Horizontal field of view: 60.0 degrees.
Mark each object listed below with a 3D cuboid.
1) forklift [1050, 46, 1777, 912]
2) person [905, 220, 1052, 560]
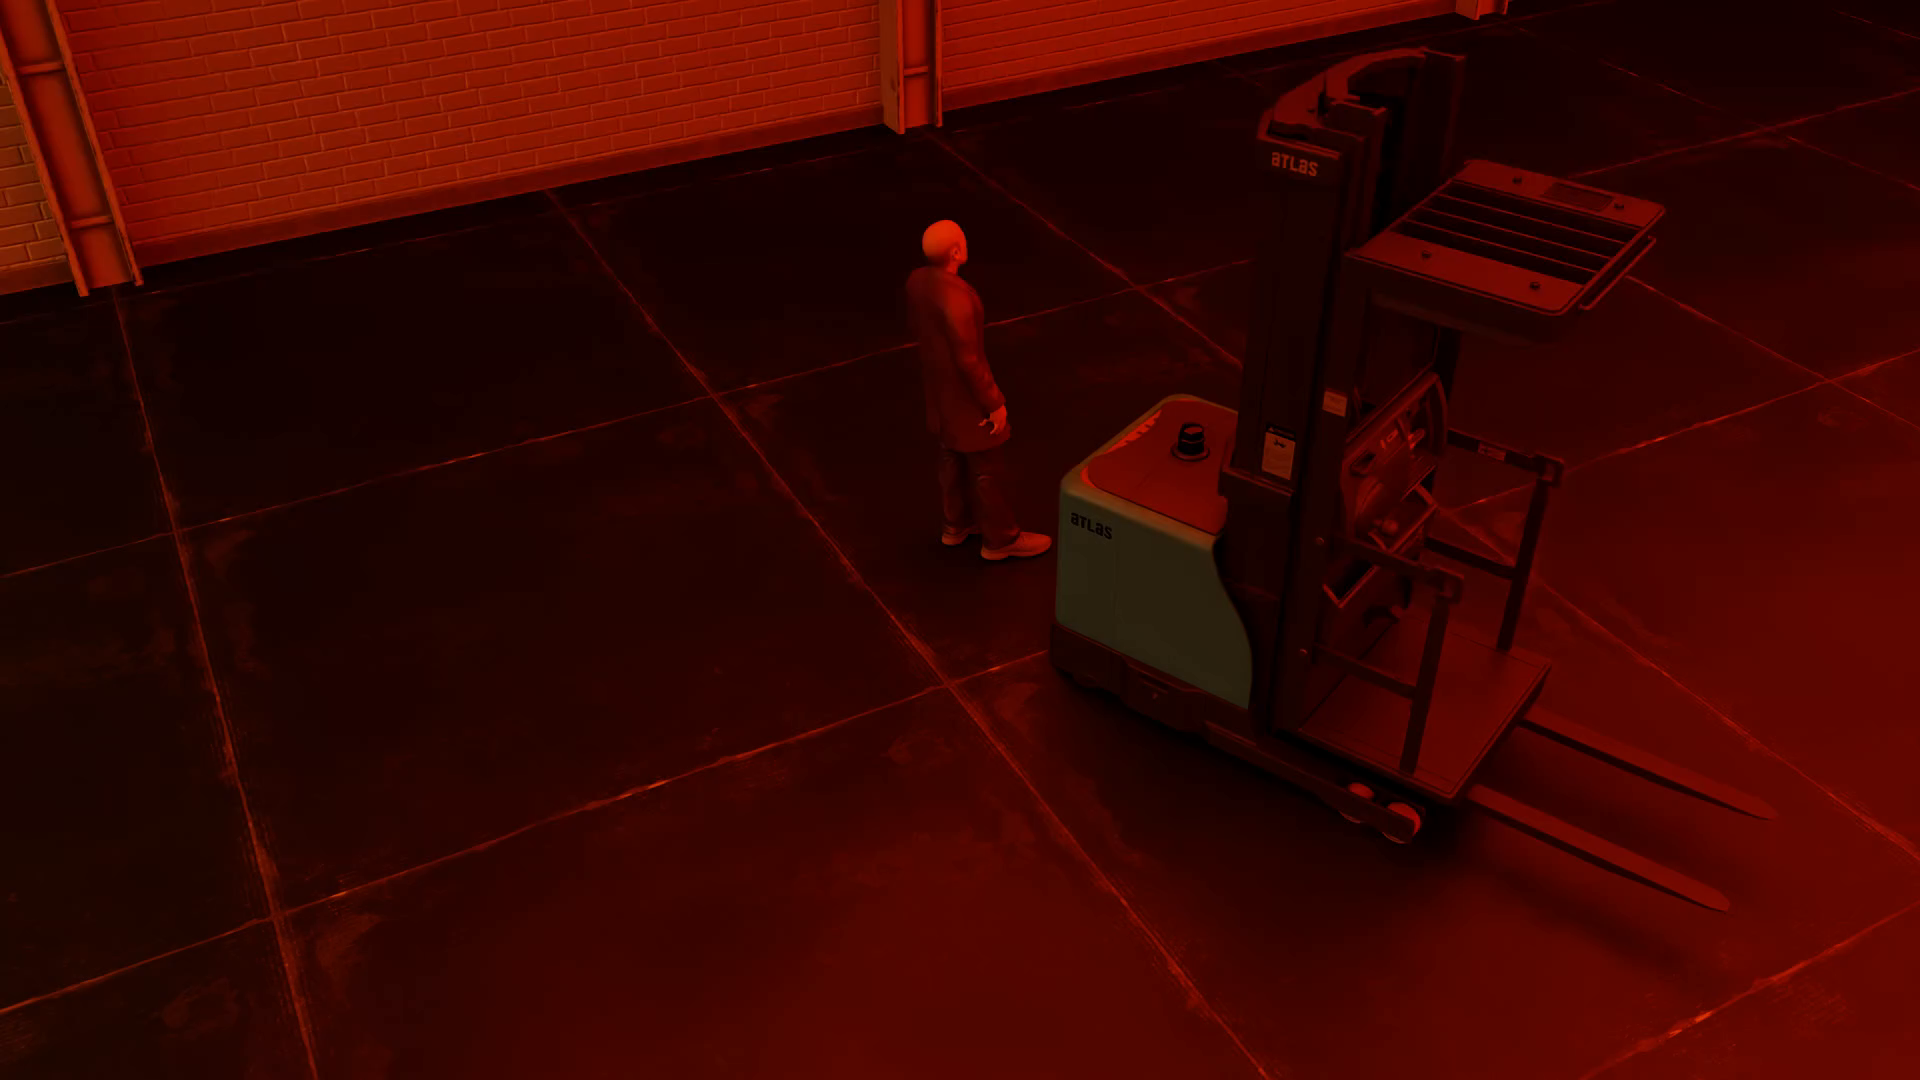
[{"bbox_3d":[1.897,-0.292,6.536,3.031,2.935,1.130,24,42,30],"label":"forklift"},{"bbox_3d":[0.083,-0.755,8.177,0.579,1.778,0.698,-17,39,-23],"label":"person"}]
